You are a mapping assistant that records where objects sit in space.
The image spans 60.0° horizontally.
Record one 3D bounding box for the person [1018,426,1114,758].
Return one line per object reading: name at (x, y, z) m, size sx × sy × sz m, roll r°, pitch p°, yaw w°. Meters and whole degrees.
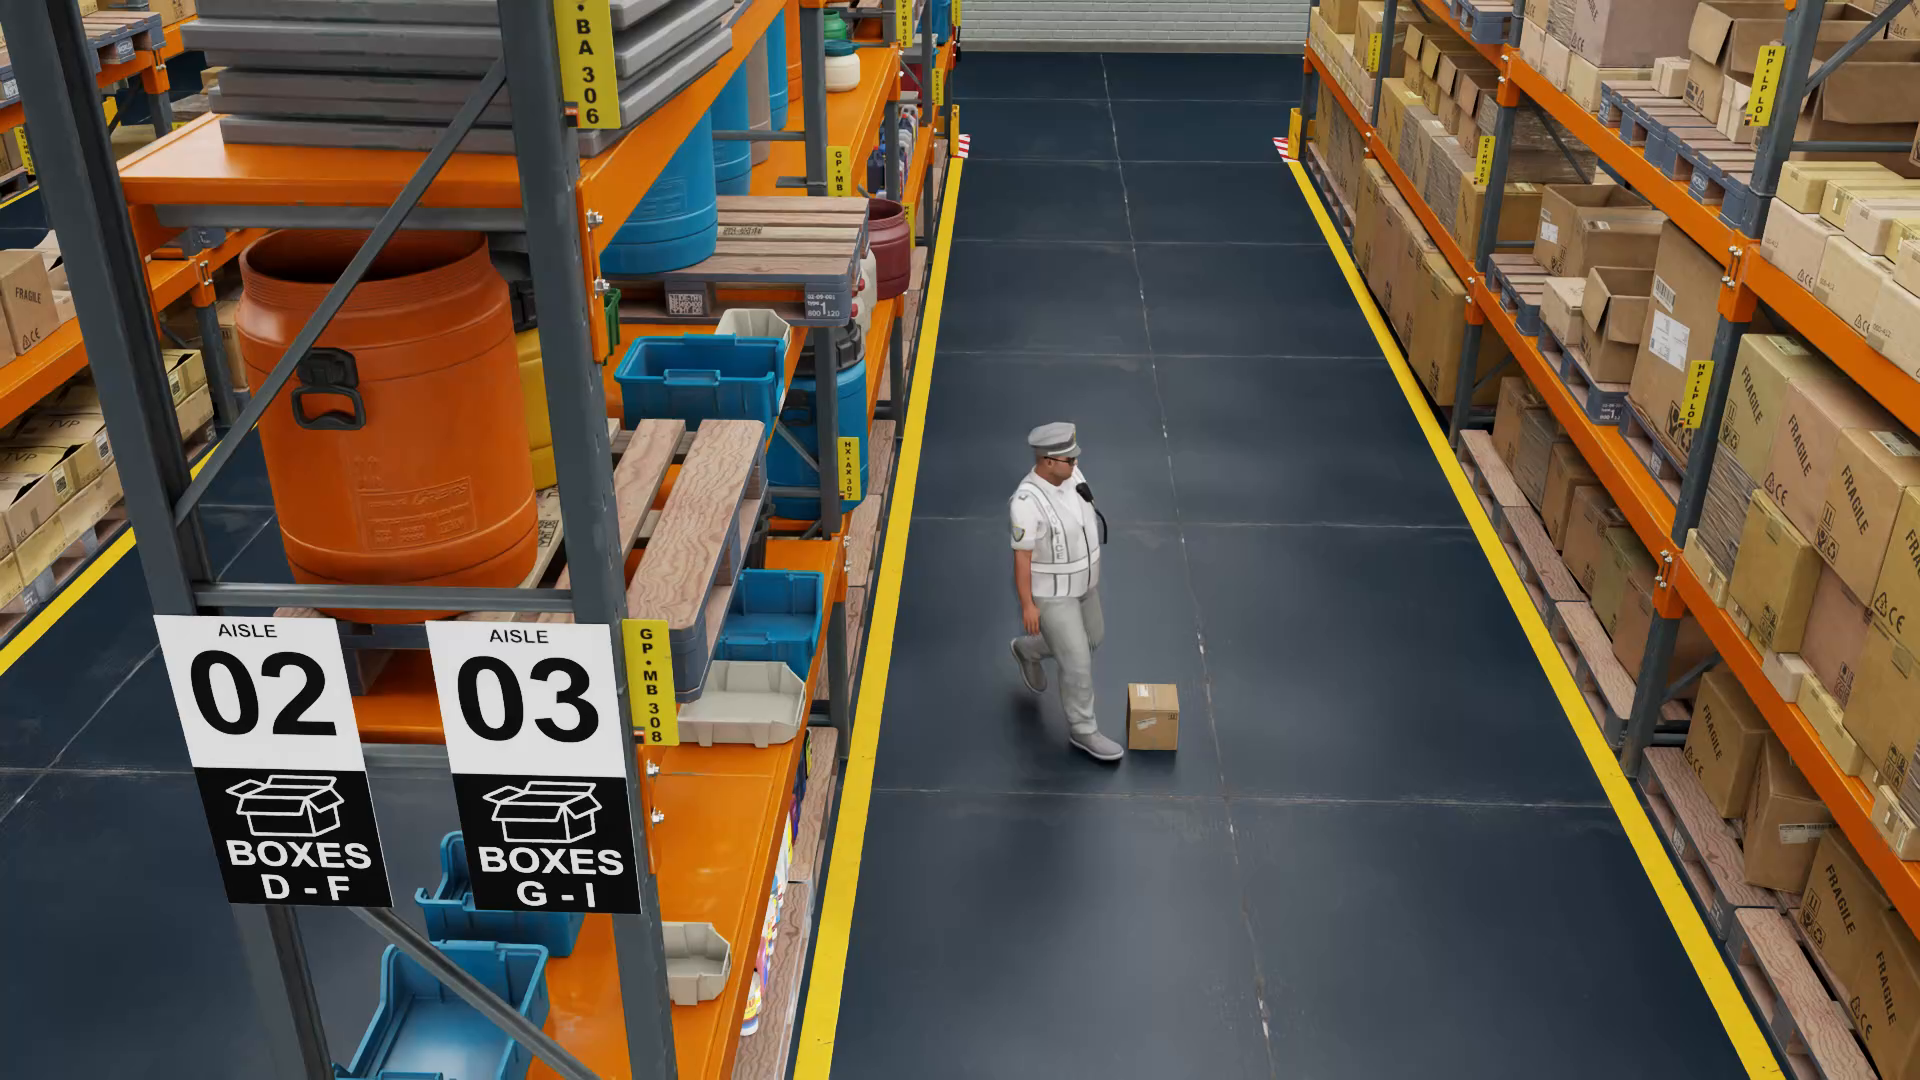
person at (0.567, 0.270, 8.338) m, size 0.534 × 1.767 × 0.598 m, roll 9°, pitch 29°, yaw 16°
